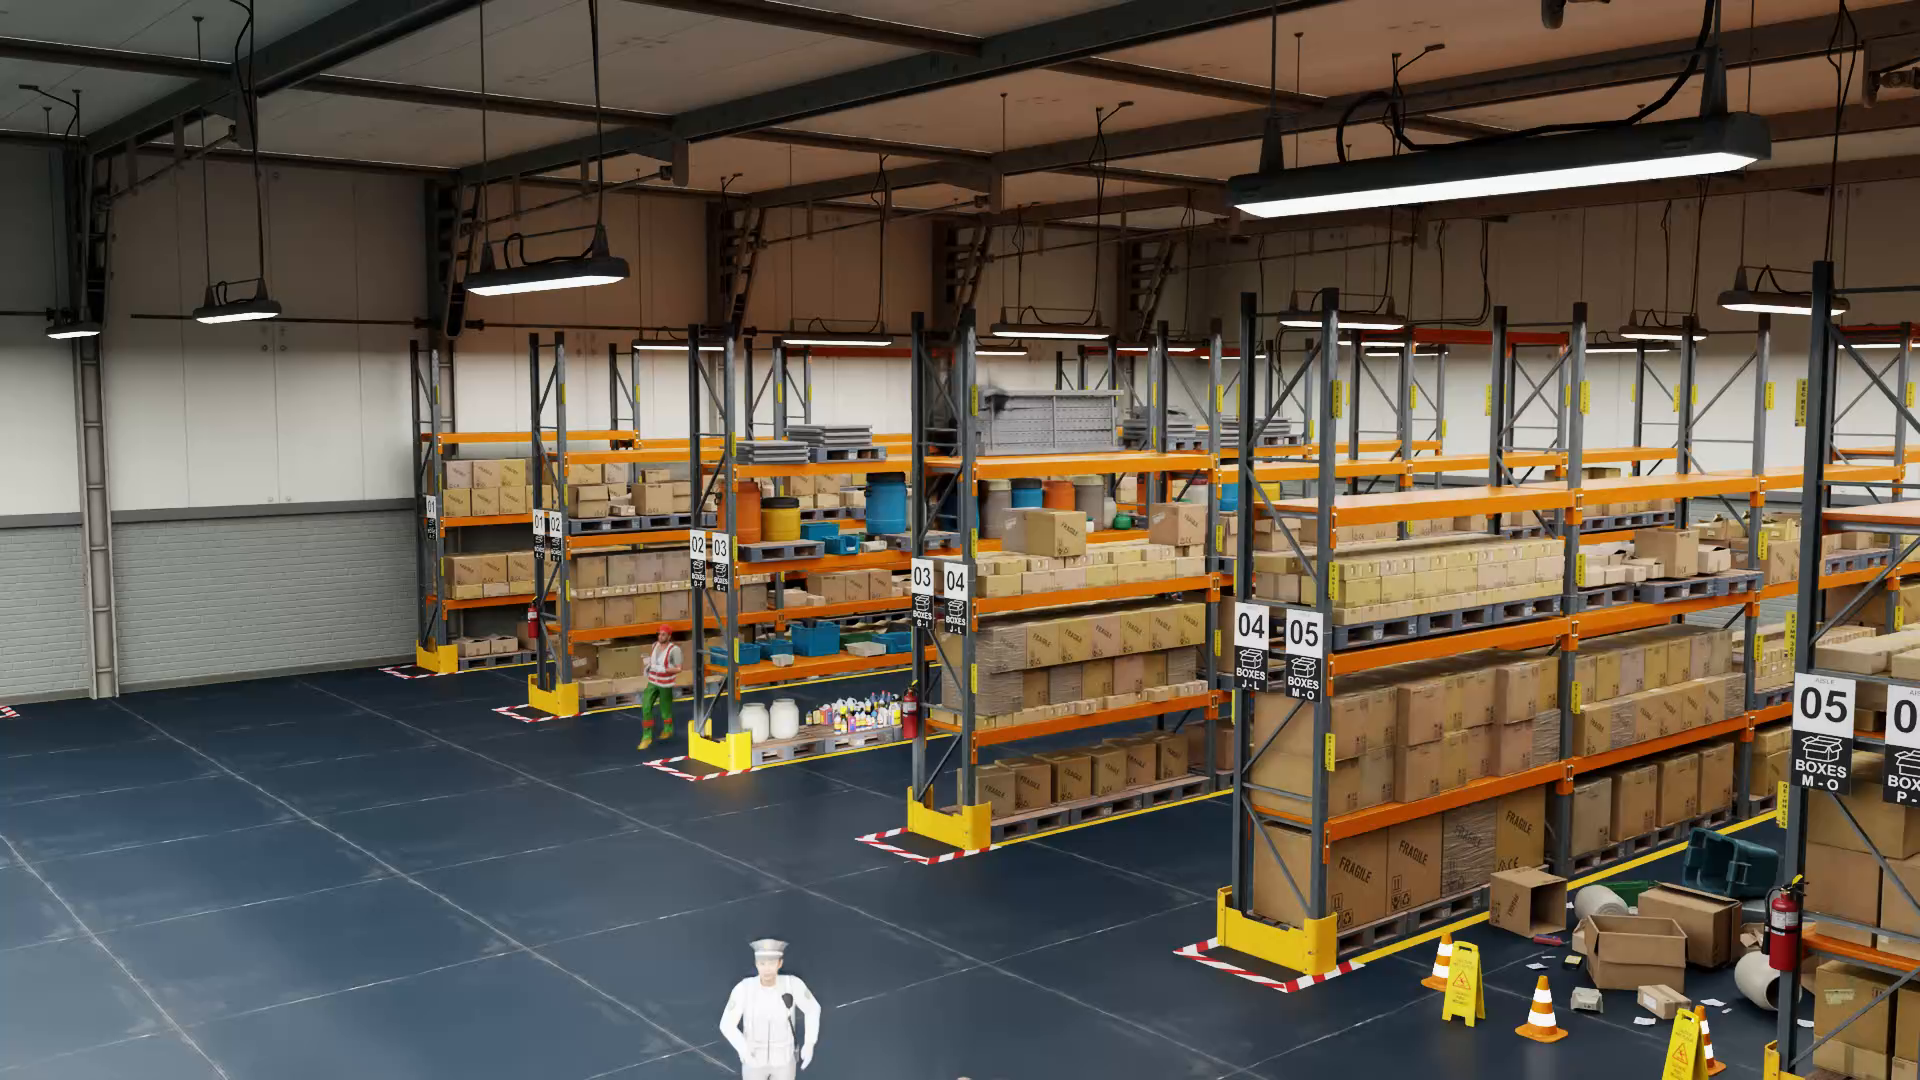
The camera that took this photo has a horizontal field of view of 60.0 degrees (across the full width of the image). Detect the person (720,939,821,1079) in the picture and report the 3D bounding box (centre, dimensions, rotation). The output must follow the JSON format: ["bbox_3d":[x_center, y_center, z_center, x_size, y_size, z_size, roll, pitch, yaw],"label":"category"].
[{"bbox_3d":[-1.210,3.348,10.658,0.640,1.705,0.784,0,5,-4],"label":"person"}]

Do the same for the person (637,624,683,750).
[{"bbox_3d":[-4.196,2.099,23.827,0.662,1.841,0.754,2,6,22],"label":"person"}]
